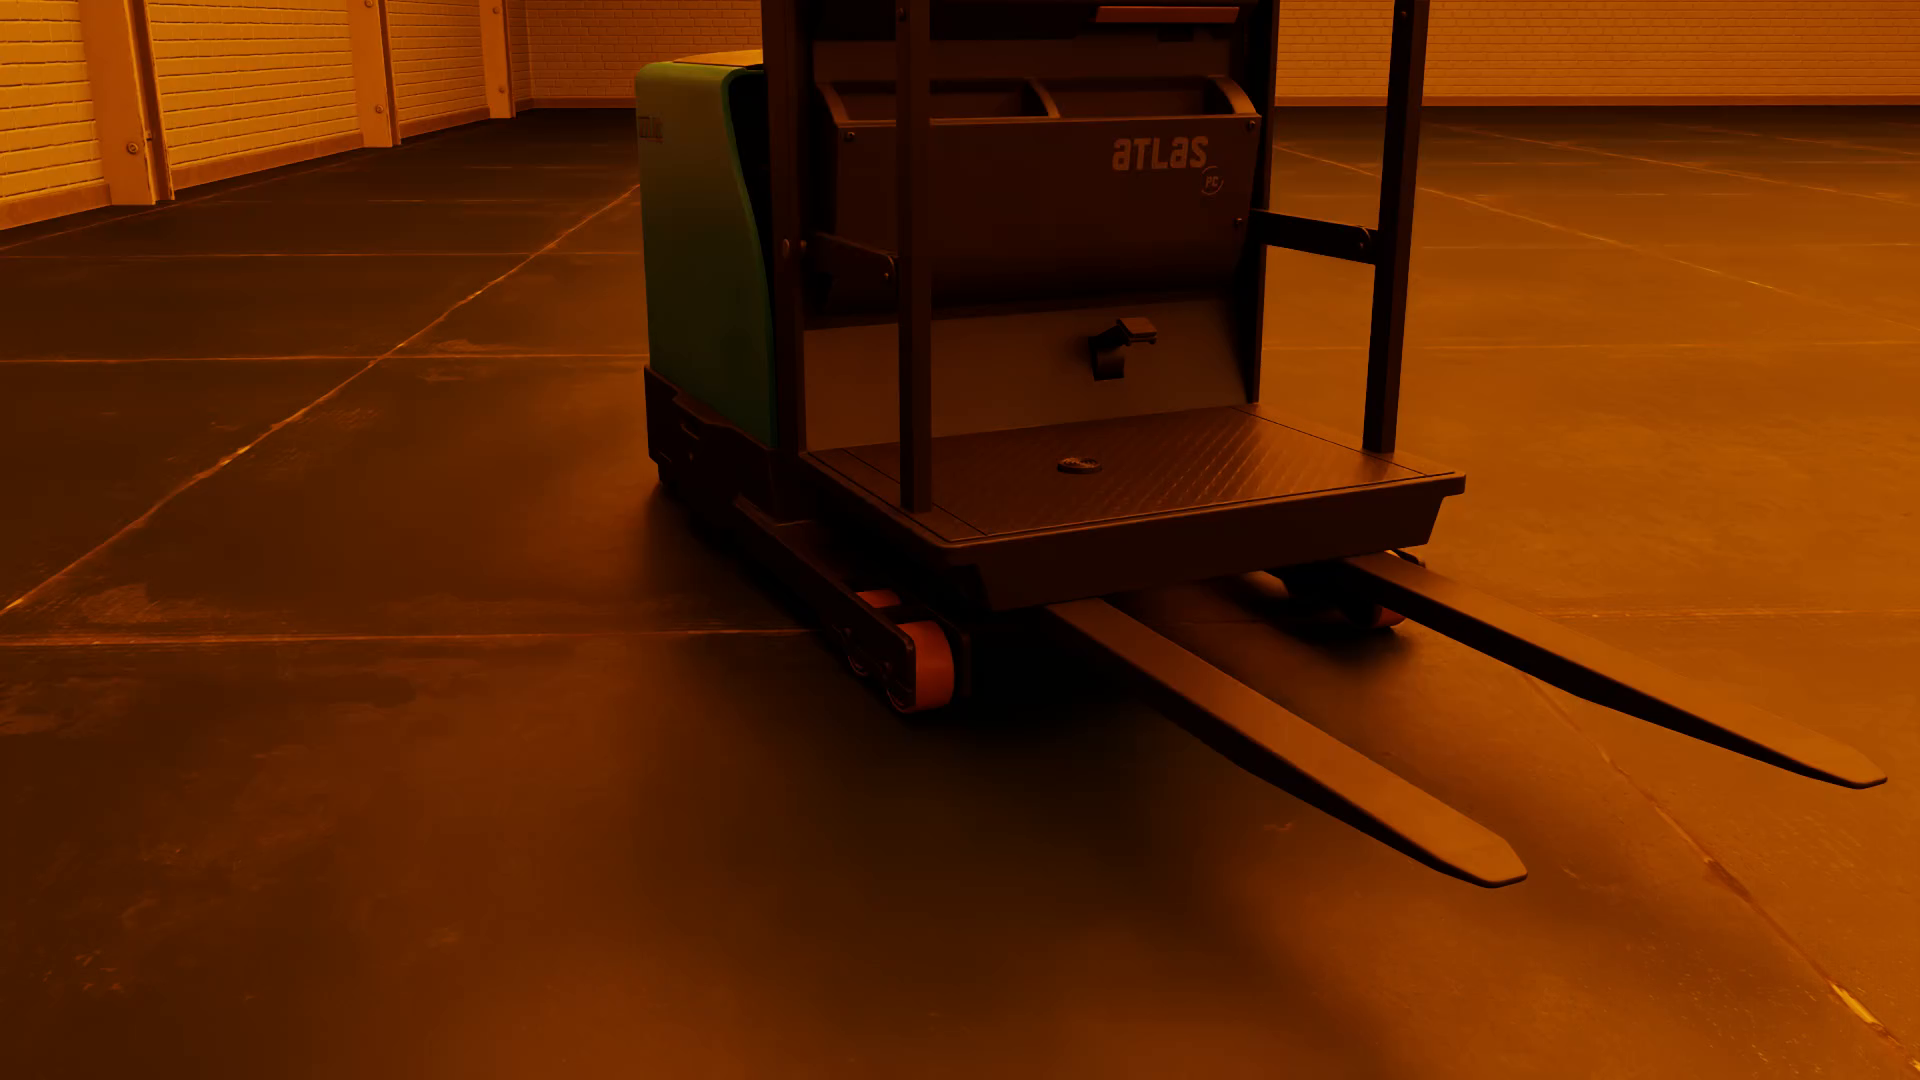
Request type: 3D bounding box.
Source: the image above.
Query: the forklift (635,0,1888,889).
[{"bbox_3d":[0.258,-1.240,2.962,1.130,2.935,3.031,-8,19,-24],"label":"forklift"}]
